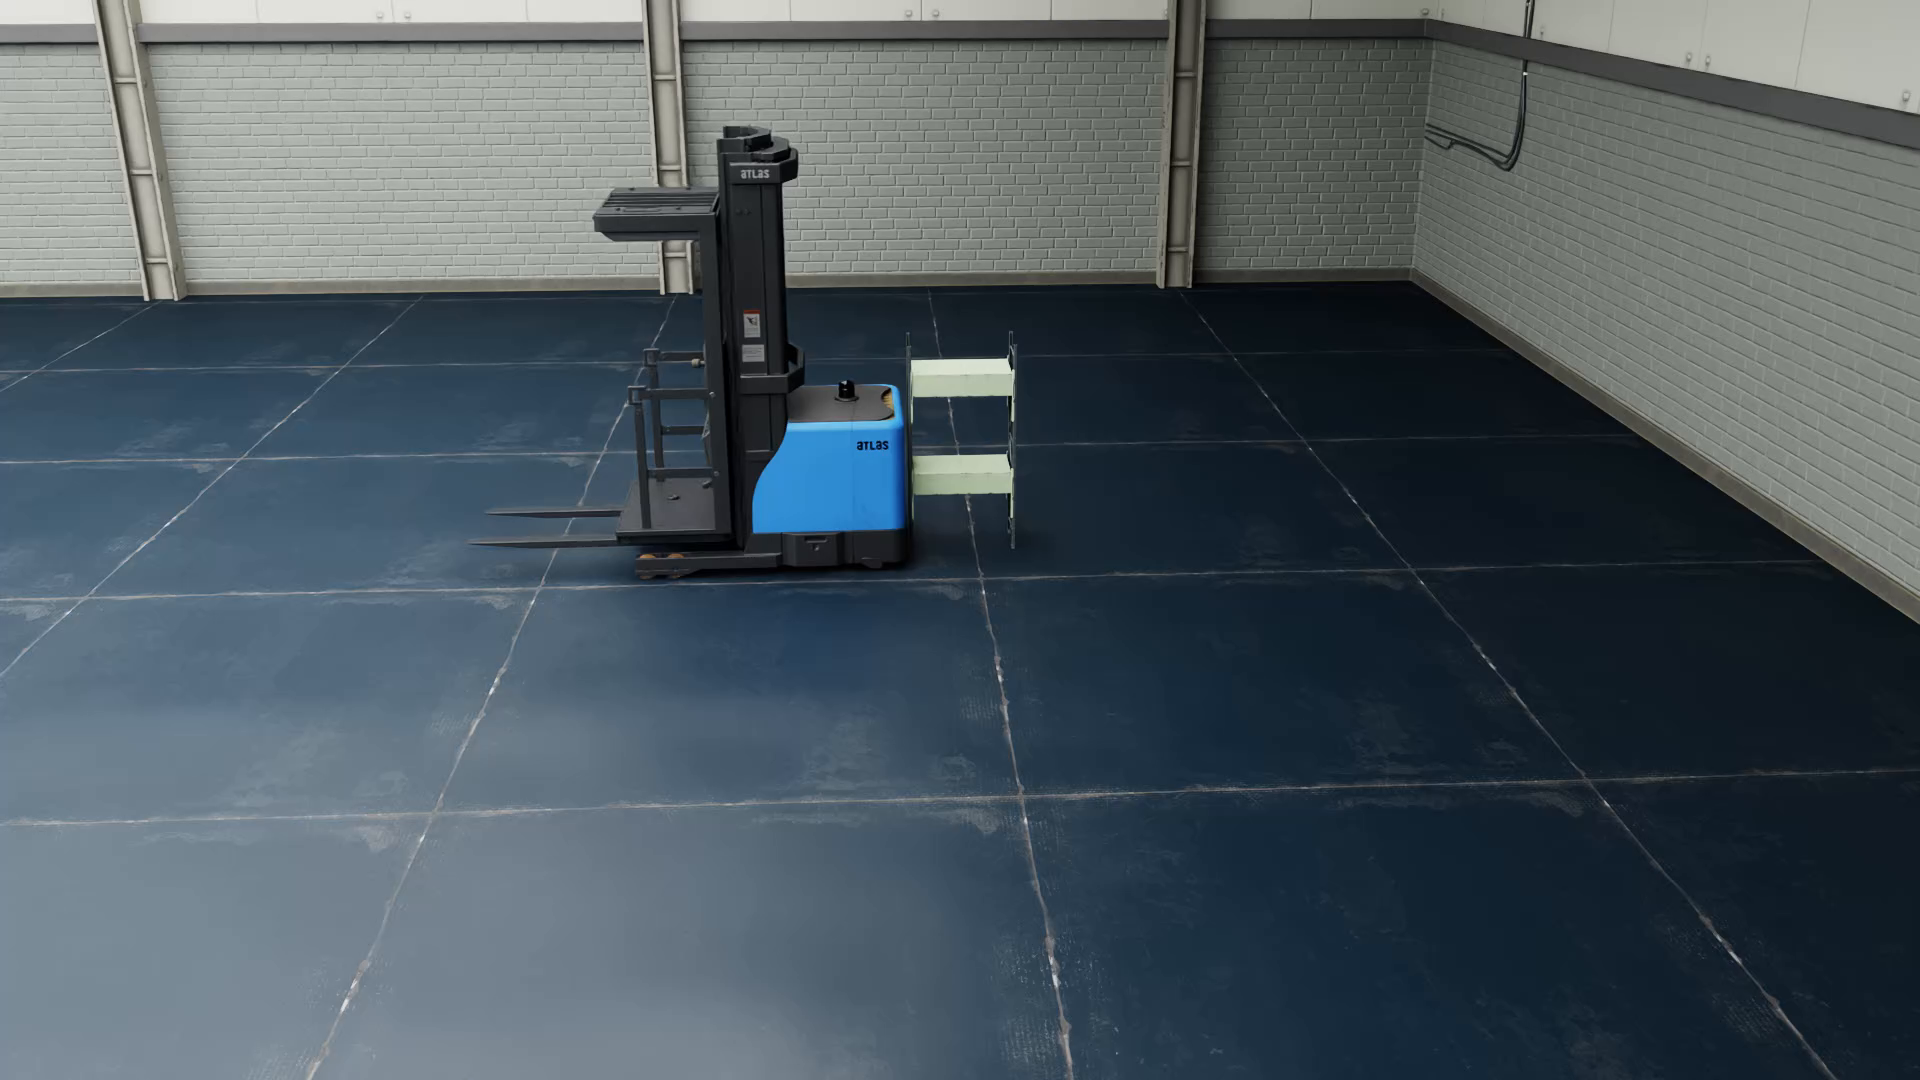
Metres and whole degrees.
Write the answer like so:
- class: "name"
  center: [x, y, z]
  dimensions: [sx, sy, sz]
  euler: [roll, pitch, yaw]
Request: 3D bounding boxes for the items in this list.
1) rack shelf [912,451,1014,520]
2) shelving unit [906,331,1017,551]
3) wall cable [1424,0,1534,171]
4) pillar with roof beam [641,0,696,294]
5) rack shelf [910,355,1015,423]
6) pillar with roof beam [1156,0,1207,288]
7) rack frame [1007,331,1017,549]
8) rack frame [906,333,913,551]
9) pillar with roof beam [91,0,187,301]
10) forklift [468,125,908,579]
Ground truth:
- class: "rack shelf"
  center: [0.007, -0.396, 11.970]
  dimensions: [0.720, 0.370, 0.431]
  euler: [-1, 21, -3]
- class: "shelving unit"
  center: [0.007, -0.701, 11.854]
  dimensions: [0.755, 1.500, 0.431]
  euler: [-1, 21, -3]
- class: "wall cable"
  center: [5.625, -5.451, 18.155]
  dimensions: [0.112, 2.526, 3.097]
  euler: [-1, 21, -3]
- class: "pillar with roof beam"
  center: [-3.136, -5.661, 14.343]
  dimensions: [0.400, 9.000, 9.100]
  euler: [-1, 21, -3]
- class: "rack shelf"
  center: [0.007, -1.066, 11.716]
  dimensions: [0.720, 0.370, 0.431]
  euler: [-1, 21, -3]
- class: "pillar with roof beam"
  center: [2.854, -5.783, 14.663]
  dimensions: [0.400, 9.000, 9.100]
  euler: [-1, 21, -3]
- class: "rack frame"
  center: [0.372, -0.708, 11.874]
  dimensions: [0.023, 1.500, 0.400]
  euler: [-1, 21, -3]
- class: "rack frame"
  center: [-0.359, -0.694, 11.835]
  dimensions: [0.023, 1.500, 0.400]
  euler: [-1, 21, -3]
- class: "pillar with roof beam"
  center: [-9.126, -5.539, 14.023]
  dimensions: [0.400, 9.000, 9.100]
  euler: [-1, 21, -3]
- class: "forklift"
  center: [-1.903, -1.297, 11.408]
  dimensions: [3.031, 2.935, 1.130]
  euler: [-1, 21, -4]
